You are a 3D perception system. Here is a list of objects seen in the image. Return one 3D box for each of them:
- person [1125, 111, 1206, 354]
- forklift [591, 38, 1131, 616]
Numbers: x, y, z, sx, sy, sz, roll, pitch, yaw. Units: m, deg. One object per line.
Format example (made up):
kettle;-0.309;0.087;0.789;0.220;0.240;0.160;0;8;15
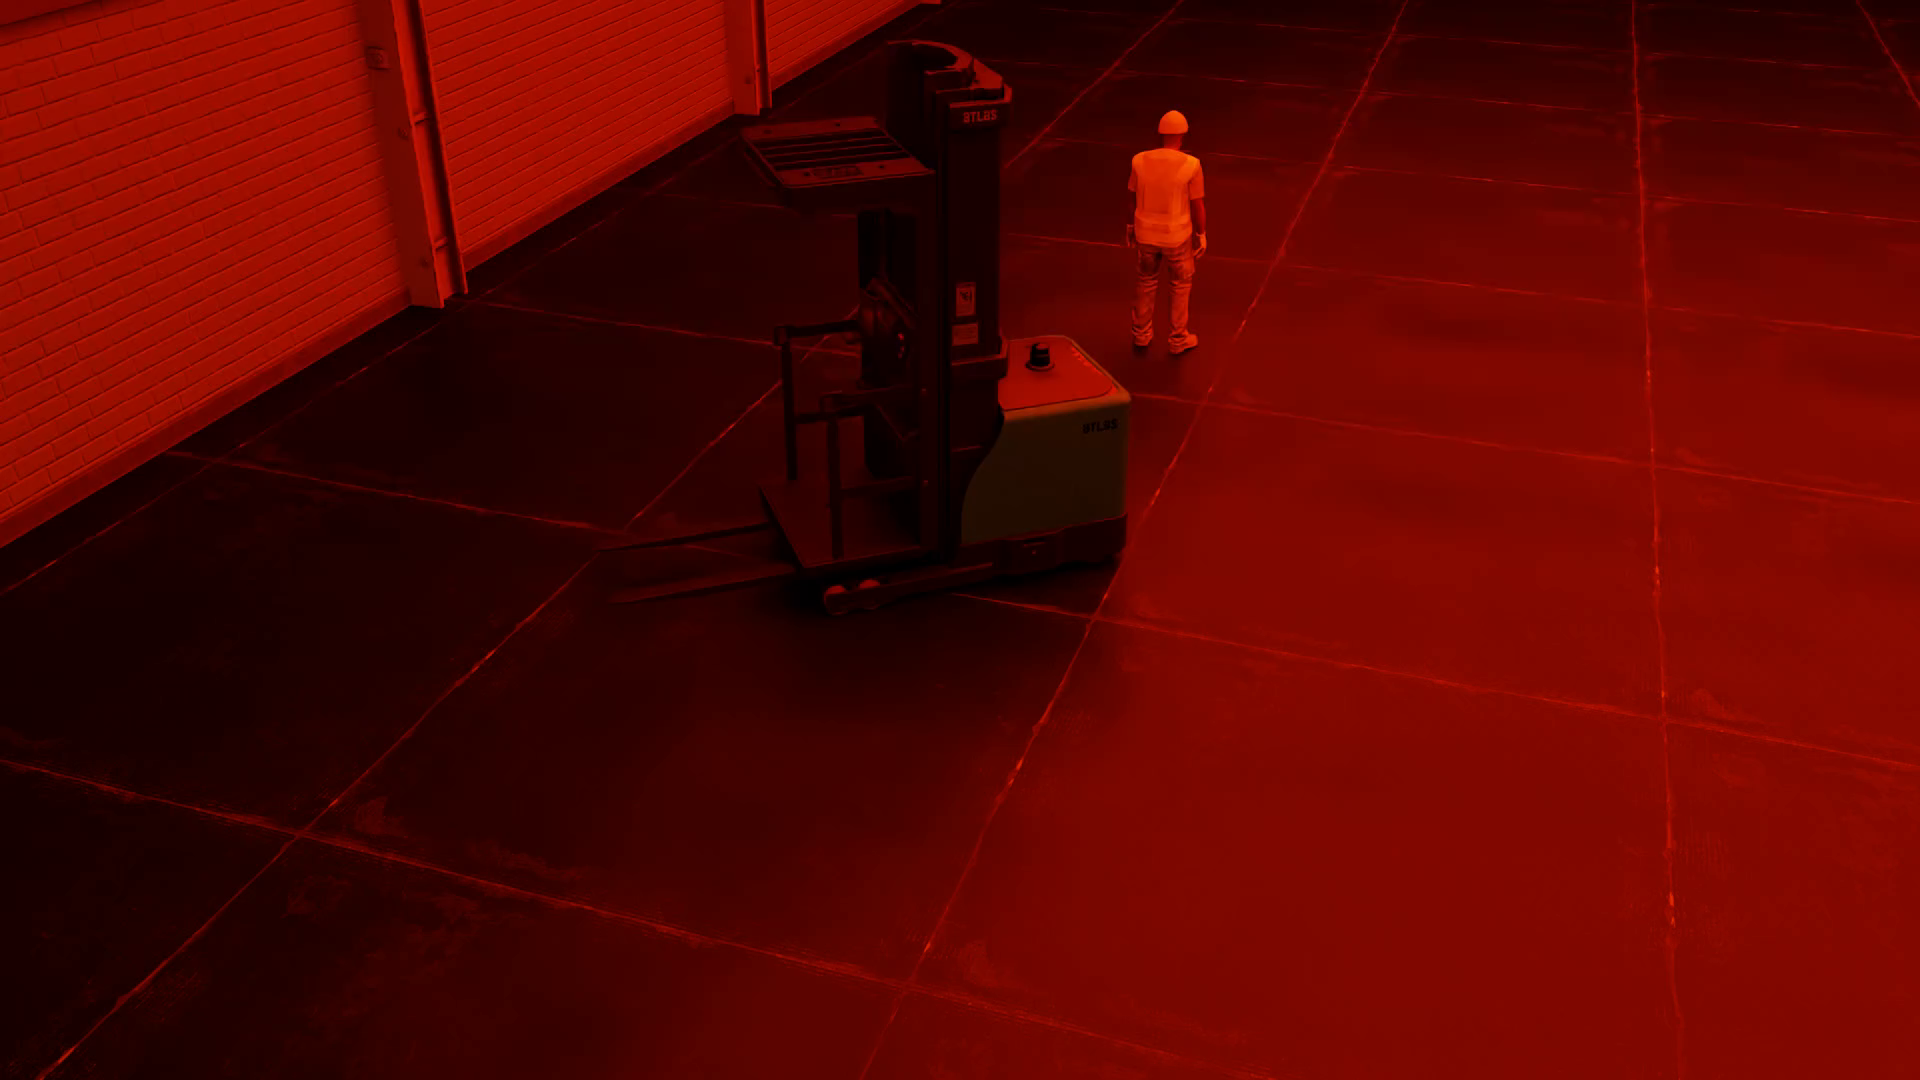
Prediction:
person;1.522;-2.264;12.281;0.616;1.772;0.449;14;33;23
forklift;-0.591;-1.142;9.141;3.031;2.935;1.130;-10;31;-17
